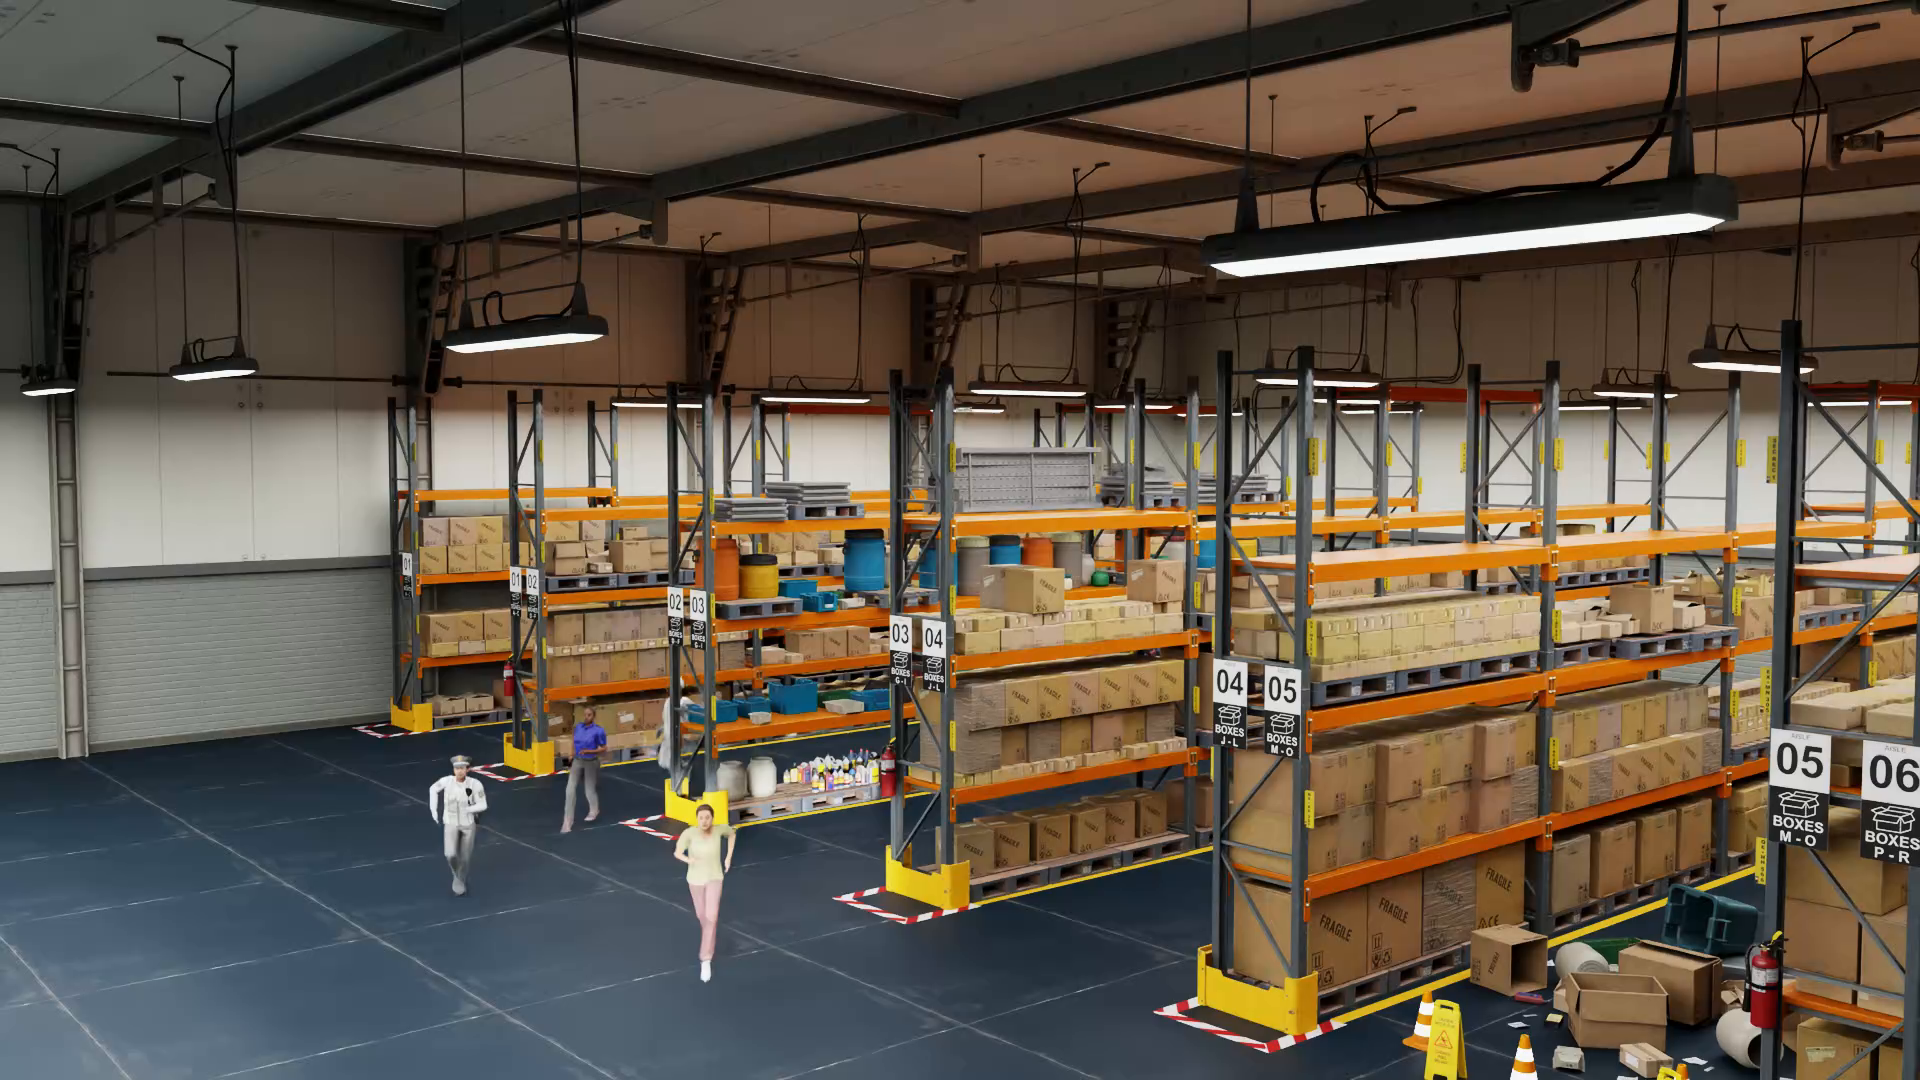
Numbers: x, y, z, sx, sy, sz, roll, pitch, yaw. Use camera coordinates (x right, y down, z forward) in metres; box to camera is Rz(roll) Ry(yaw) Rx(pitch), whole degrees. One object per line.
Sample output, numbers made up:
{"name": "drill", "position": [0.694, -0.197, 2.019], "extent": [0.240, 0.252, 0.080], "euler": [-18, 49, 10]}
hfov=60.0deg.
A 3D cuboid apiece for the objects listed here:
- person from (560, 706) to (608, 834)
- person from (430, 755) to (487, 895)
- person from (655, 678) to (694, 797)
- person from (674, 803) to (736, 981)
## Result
{"name": "person", "position": [-4.986, 3.068, 22.321], "extent": [0.581, 1.686, 0.791], "euler": [1, 3, 10]}
{"name": "person", "position": [-5.661, 3.224, 18.768], "extent": [0.645, 1.642, 0.741], "euler": [-1, 3, -11]}
{"name": "person", "position": [-4.122, 2.882, 24.379], "extent": [0.688, 1.737, 0.599], "euler": [3, 5, 44]}
{"name": "person", "position": [-2.512, 3.389, 16.427], "extent": [0.578, 1.671, 1.012], "euler": [0, 3, -2]}
